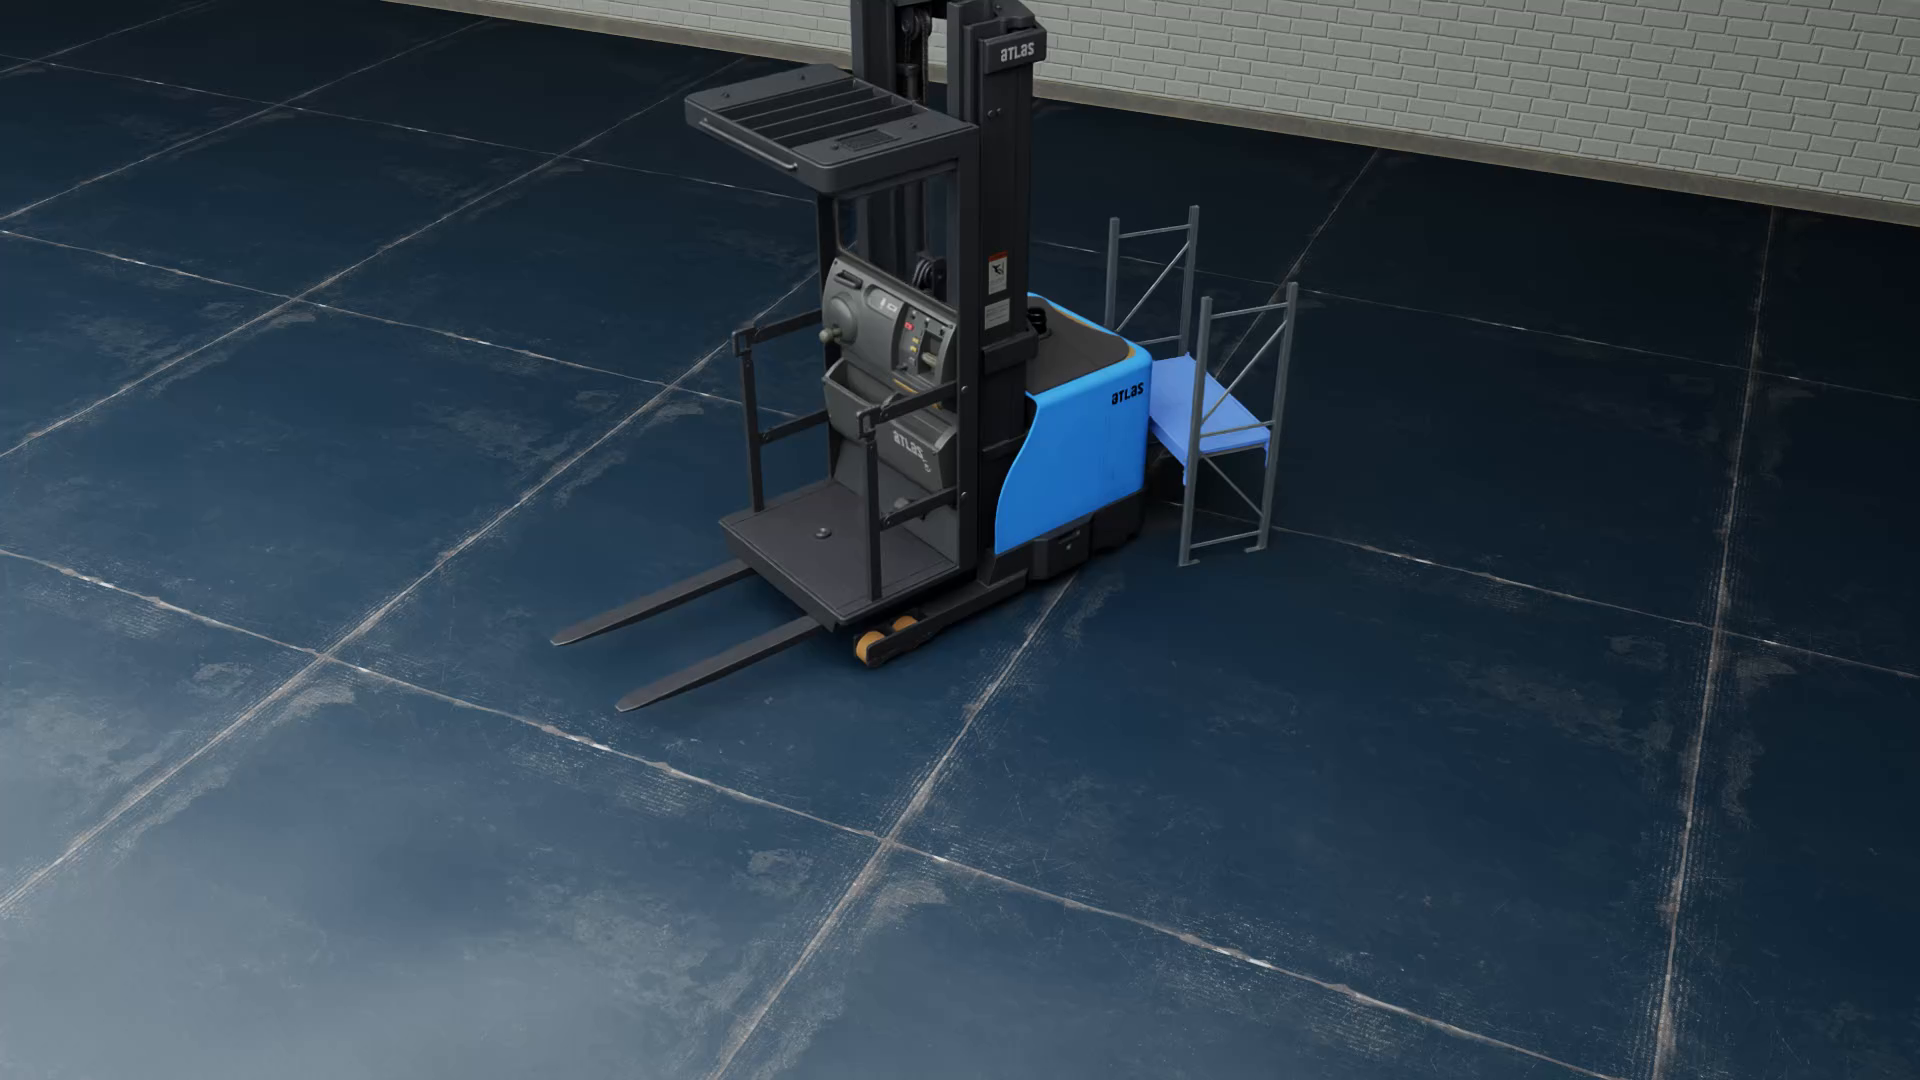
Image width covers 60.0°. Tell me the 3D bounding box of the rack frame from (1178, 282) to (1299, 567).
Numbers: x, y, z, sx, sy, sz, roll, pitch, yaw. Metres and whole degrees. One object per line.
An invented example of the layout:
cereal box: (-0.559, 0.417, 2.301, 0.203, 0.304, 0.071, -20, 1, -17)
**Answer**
rack frame: (1.363, -0.543, 8.210, 0.500, 1.500, 0.032, -11, 35, -17)

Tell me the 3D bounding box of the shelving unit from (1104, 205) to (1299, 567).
shelving unit: (1.186, -0.804, 8.608, 0.538, 1.500, 1.048, -11, 35, -17)

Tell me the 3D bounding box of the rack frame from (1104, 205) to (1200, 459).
rack frame: (1.009, -1.065, 9.007, 0.500, 1.500, 0.032, -11, 35, -17)

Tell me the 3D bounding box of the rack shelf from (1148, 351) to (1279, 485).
rack shelf: (1.186, -0.654, 8.707, 0.538, 0.185, 1.000, -11, 35, -17)

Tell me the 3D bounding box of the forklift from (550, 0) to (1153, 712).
forklift: (-0.497, -0.956, 7.535, 3.031, 2.935, 1.130, -24, 40, -32)
